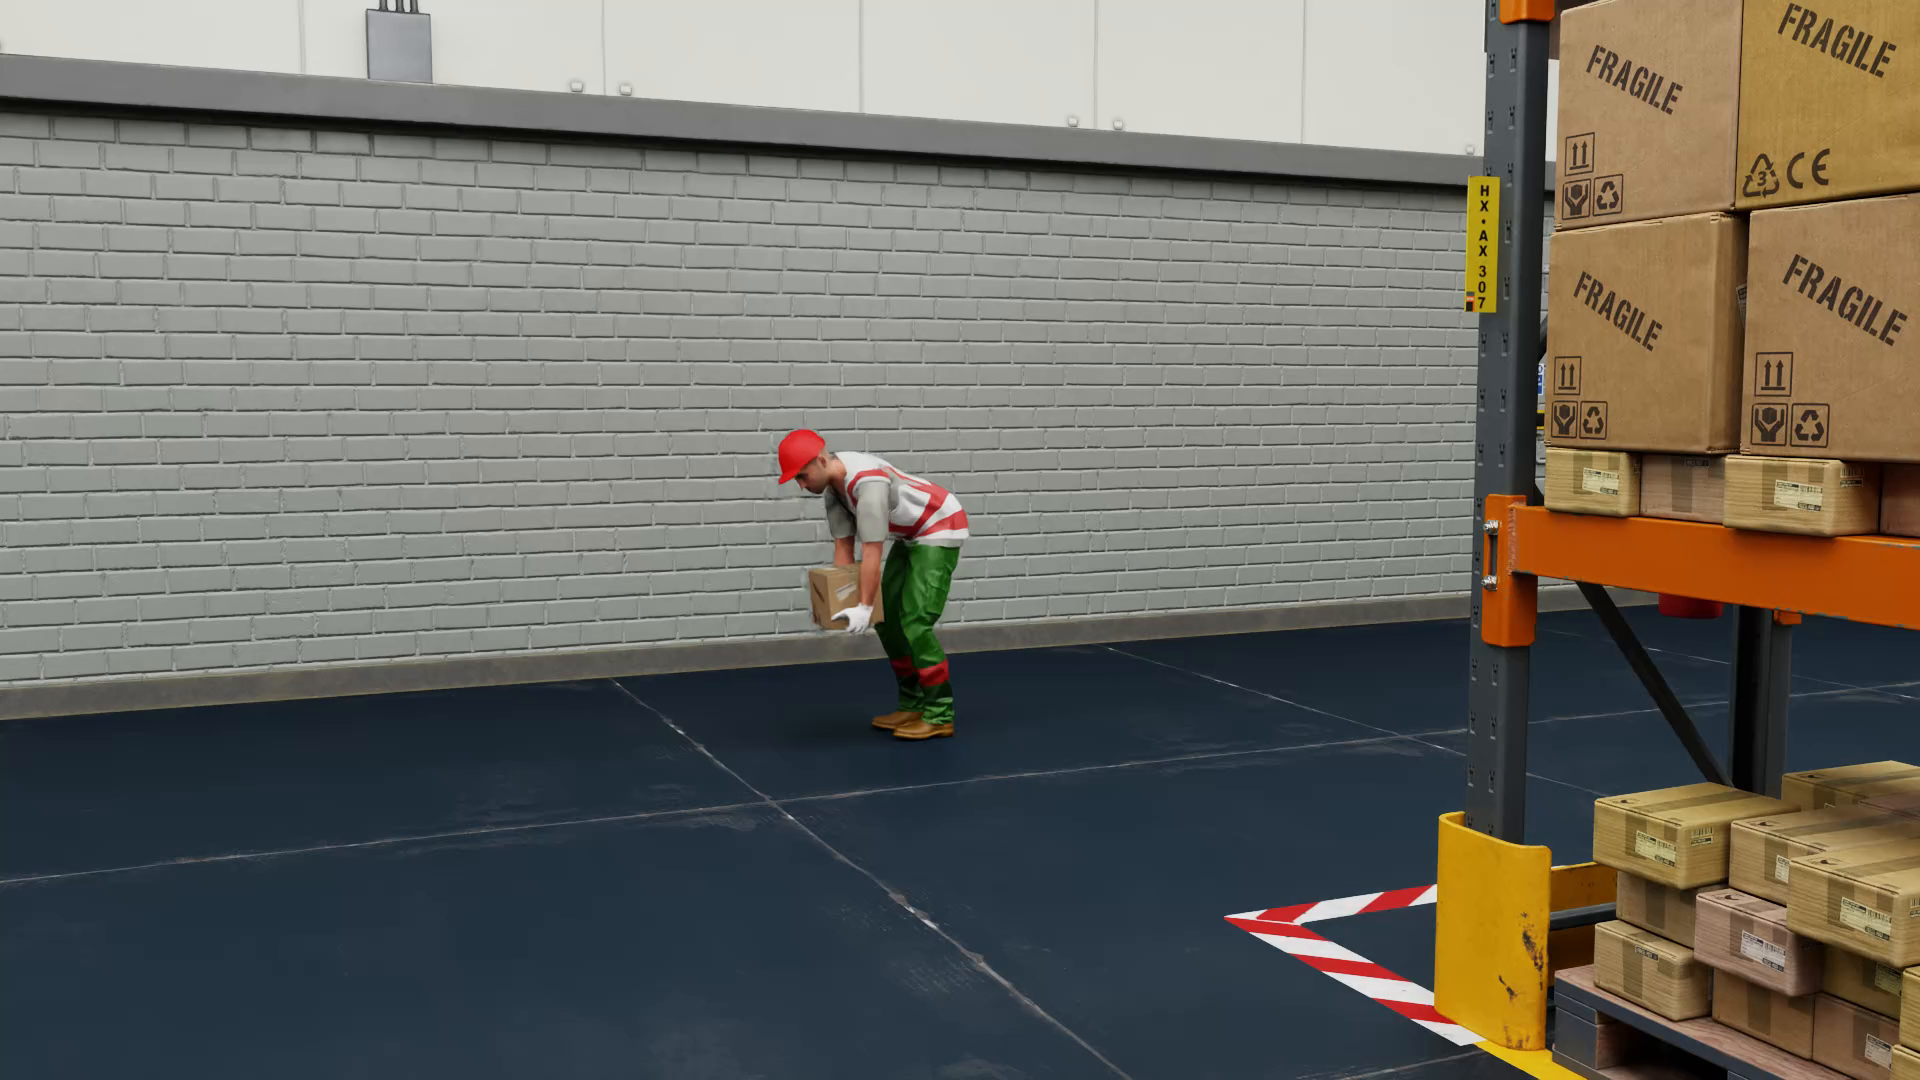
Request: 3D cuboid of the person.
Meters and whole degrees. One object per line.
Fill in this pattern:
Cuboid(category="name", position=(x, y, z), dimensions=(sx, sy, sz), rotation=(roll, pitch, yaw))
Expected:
Cuboid(category="person", position=(-0.396, 0.197, 7.522), dimensions=(0.887, 1.402, 0.484), rotation=(-2, 6, -25))
